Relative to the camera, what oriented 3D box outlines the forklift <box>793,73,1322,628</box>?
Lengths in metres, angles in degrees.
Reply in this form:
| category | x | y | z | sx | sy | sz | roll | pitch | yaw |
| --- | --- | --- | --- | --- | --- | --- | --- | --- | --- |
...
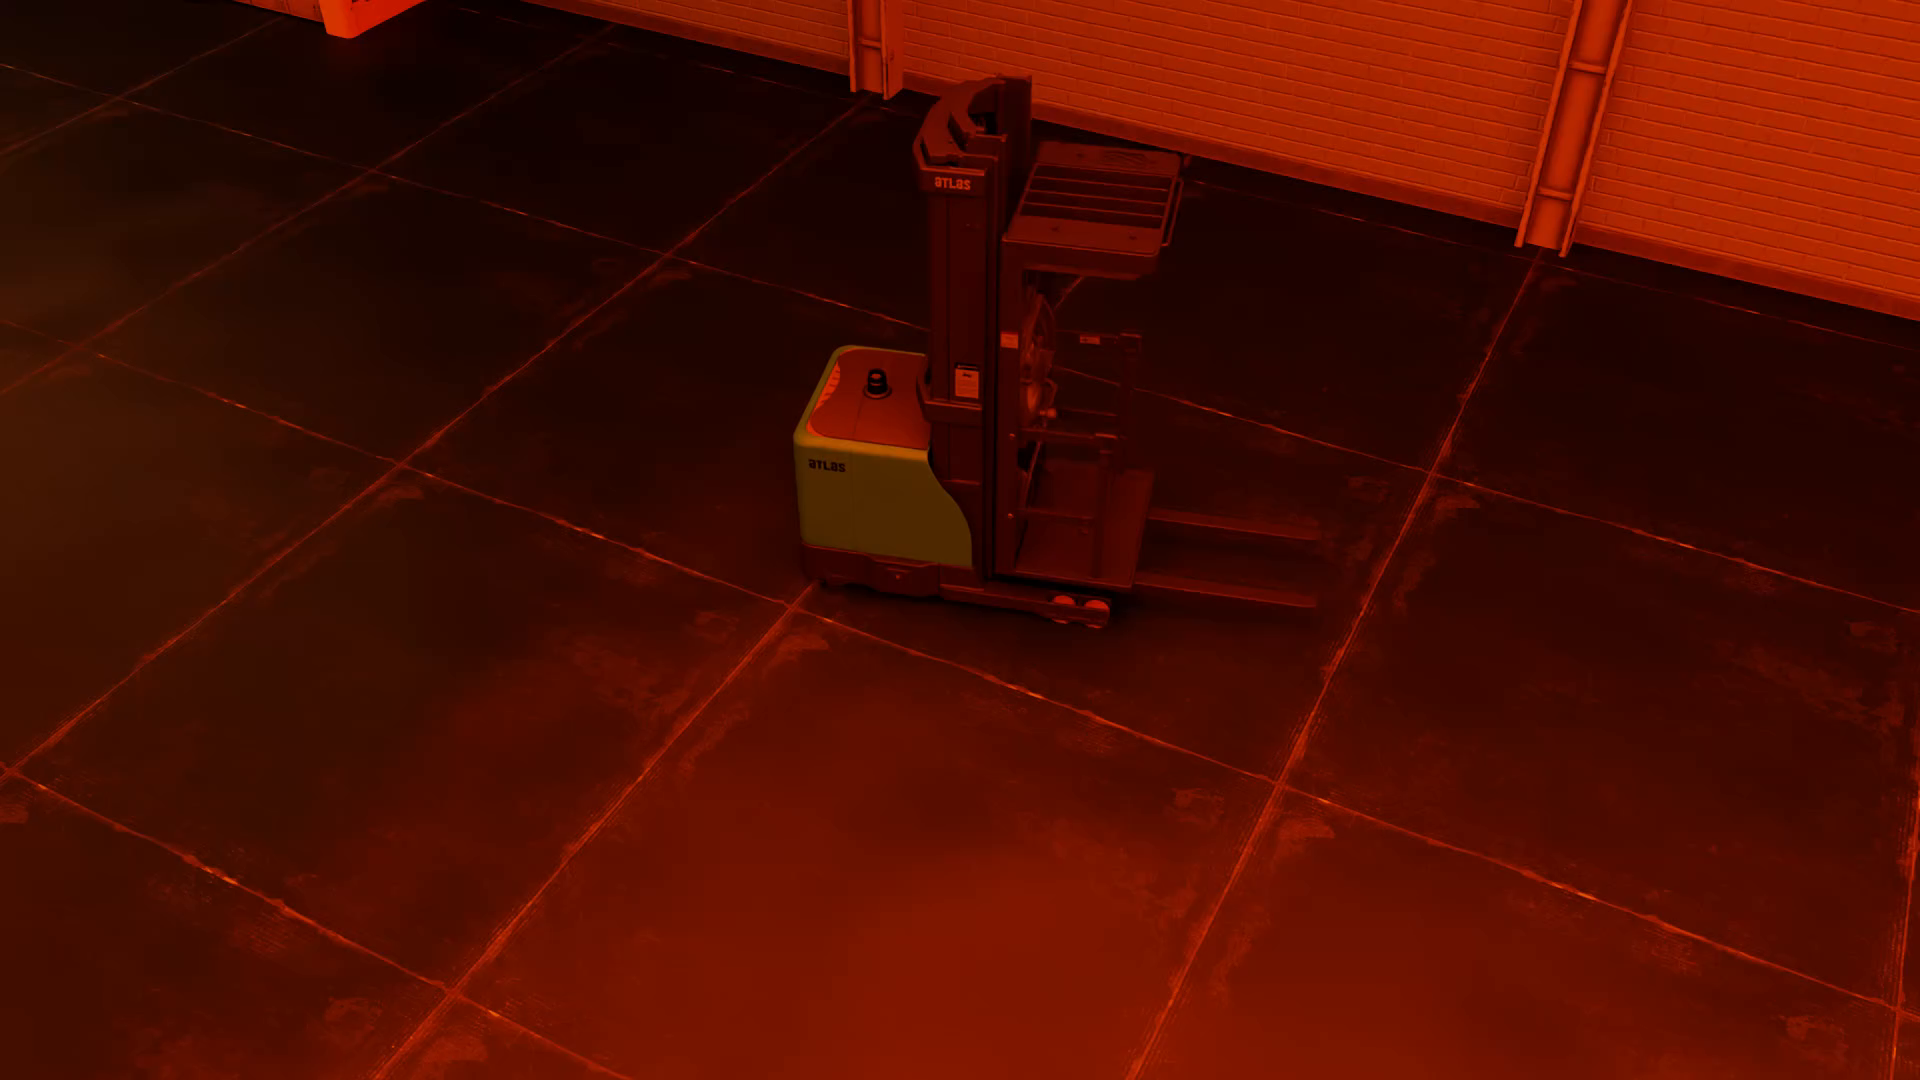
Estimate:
| category | x | y | z | sx | sy | sz | roll | pitch | yaw |
| --- | --- | --- | --- | --- | --- | --- | --- | --- | --- |
| forklift | 0.617 | -0.985 | 9.156 | 3.031 | 2.935 | 1.130 | 8 | 41 | 9 |

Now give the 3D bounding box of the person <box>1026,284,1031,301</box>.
| category | x | y | z | sx | sy | sz | roll | pitch | yaw |
| --- | --- | --- | --- | --- | --- | --- | --- | --- | --- |
| person | 0.338 | -1.849 | 11.390 | 0.950 | 1.398 | 0.730 | -24 | 46 | -26 |
